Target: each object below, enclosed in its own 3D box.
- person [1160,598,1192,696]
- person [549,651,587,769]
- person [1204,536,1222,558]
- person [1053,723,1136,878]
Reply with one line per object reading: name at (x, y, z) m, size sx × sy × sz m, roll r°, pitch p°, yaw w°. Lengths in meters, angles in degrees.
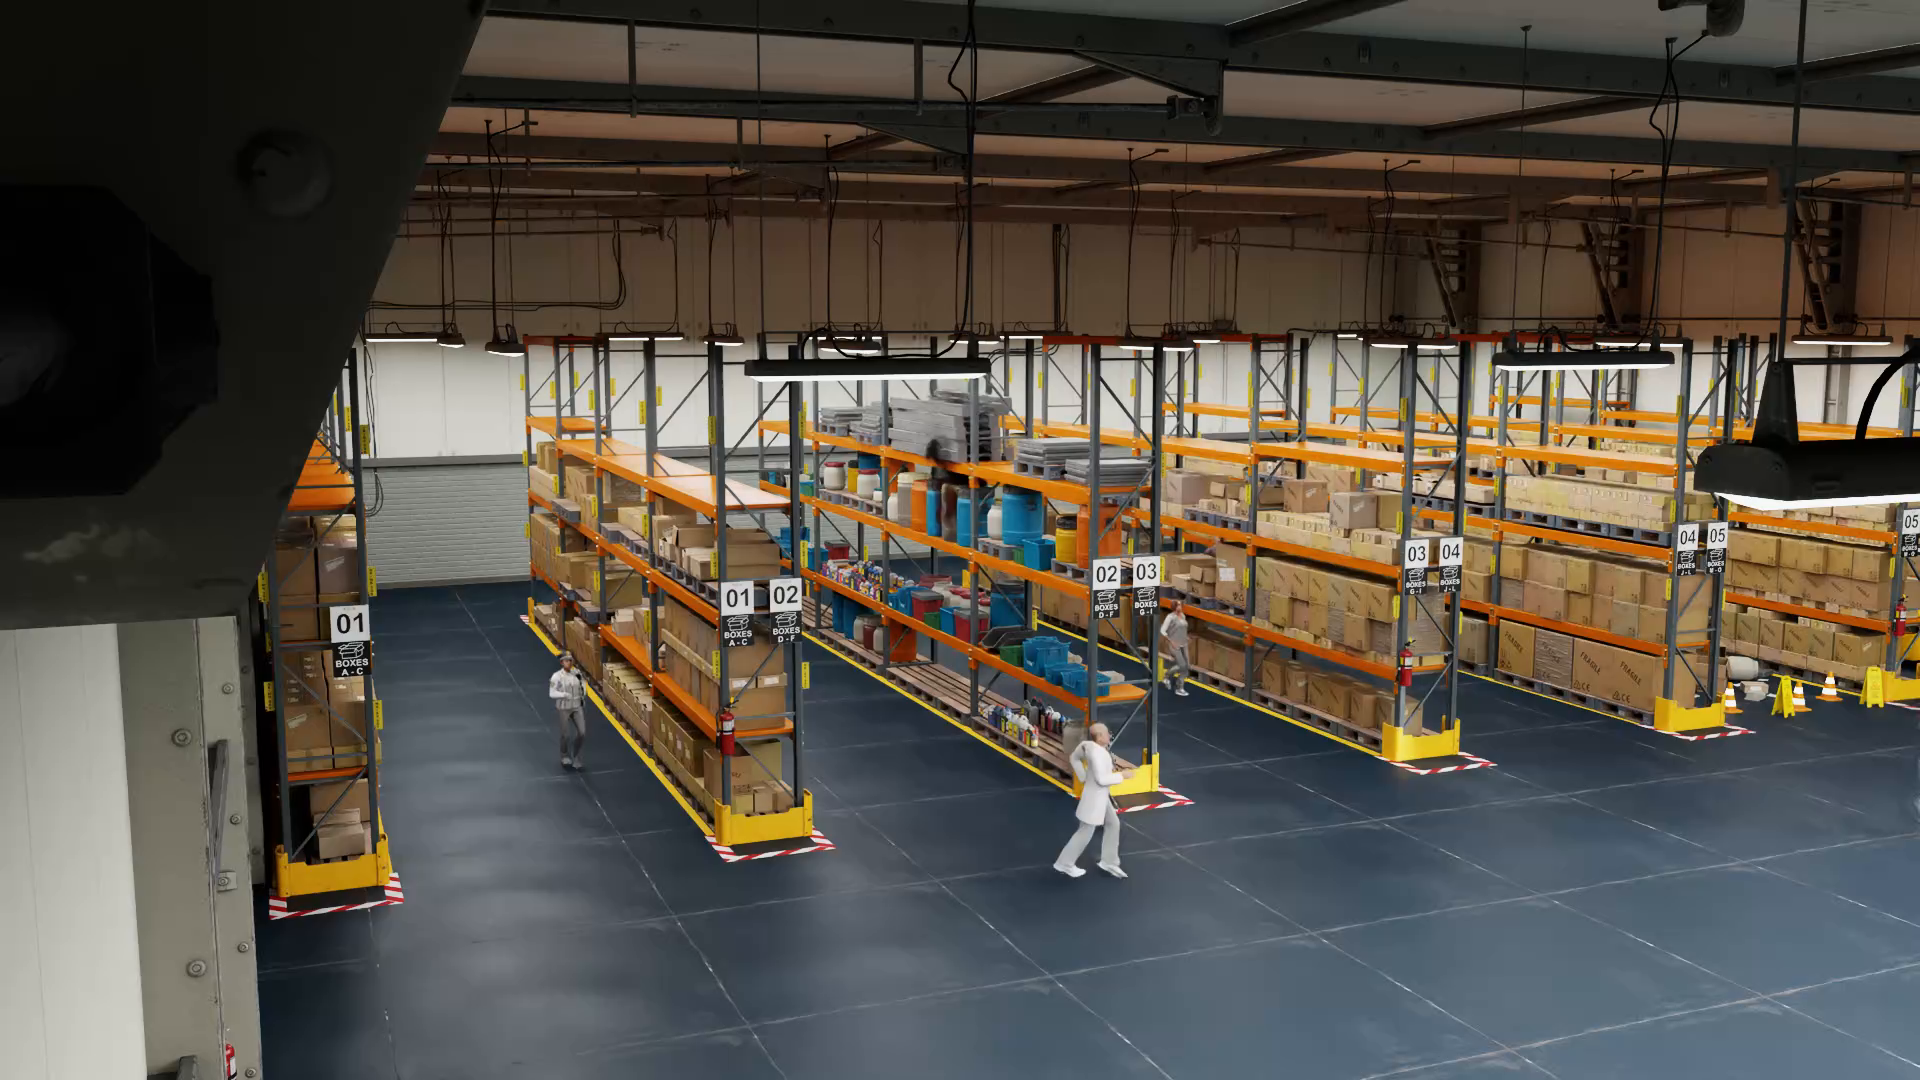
person at (3.509, 1.718, 26.774) m, size 0.527 × 1.557 × 0.496 m, roll -6°, pitch 10°, yaw -38°
person at (-5.473, 2.397, 23.412) m, size 0.594 × 1.712 × 0.638 m, roll -5°, pitch 9°, yaw -31°
person at (5.503, 0.750, 35.399) m, size 0.724 × 1.742 × 1.079 m, roll -3°, pitch 8°, yaw -21°
person at (1.519, 2.967, 18.763) m, size 0.923 × 1.837 × 0.610 m, roll 1°, pitch 8°, yaw 4°
